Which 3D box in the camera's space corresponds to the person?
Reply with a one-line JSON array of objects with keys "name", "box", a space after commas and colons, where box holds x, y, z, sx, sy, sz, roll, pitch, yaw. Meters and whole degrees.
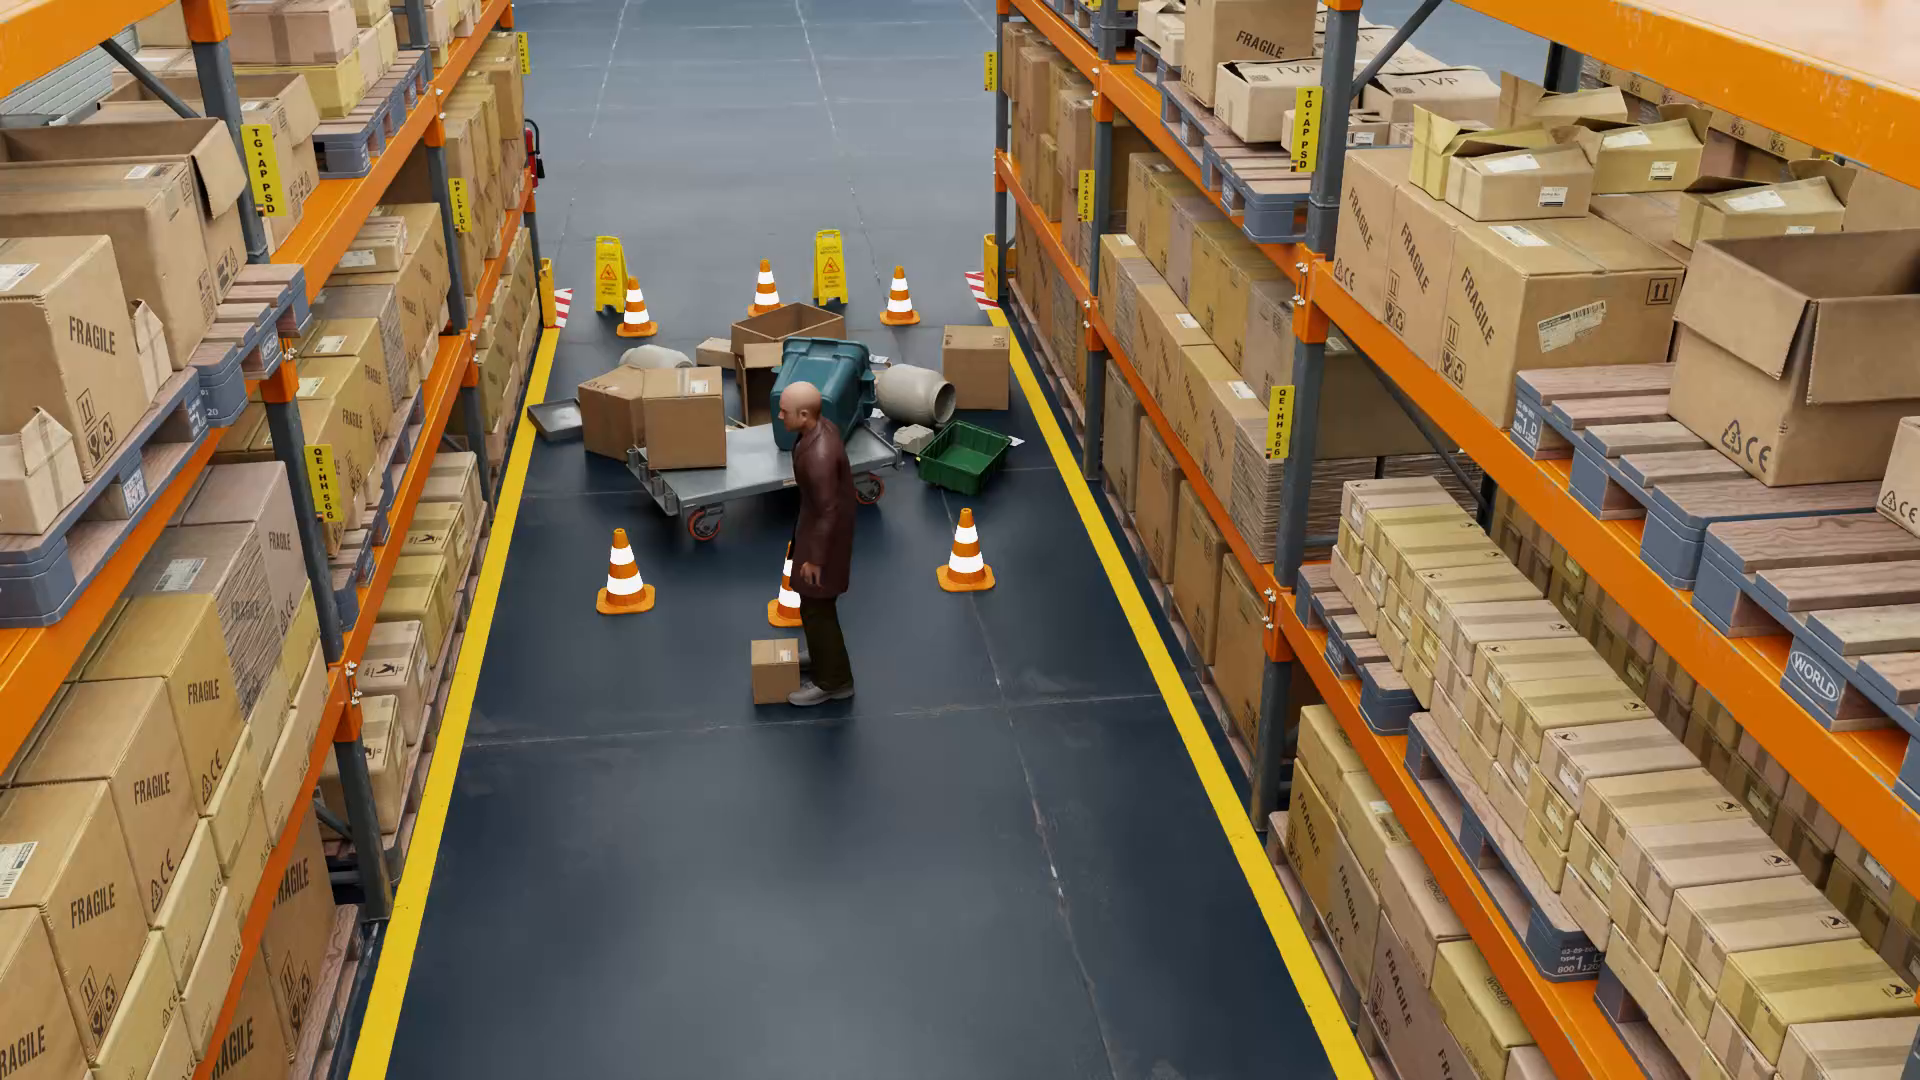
[{"name": "person", "box": [-0.745, 0.002, 8.629, 0.427, 1.774, 0.644, -3, 27, -7]}]
